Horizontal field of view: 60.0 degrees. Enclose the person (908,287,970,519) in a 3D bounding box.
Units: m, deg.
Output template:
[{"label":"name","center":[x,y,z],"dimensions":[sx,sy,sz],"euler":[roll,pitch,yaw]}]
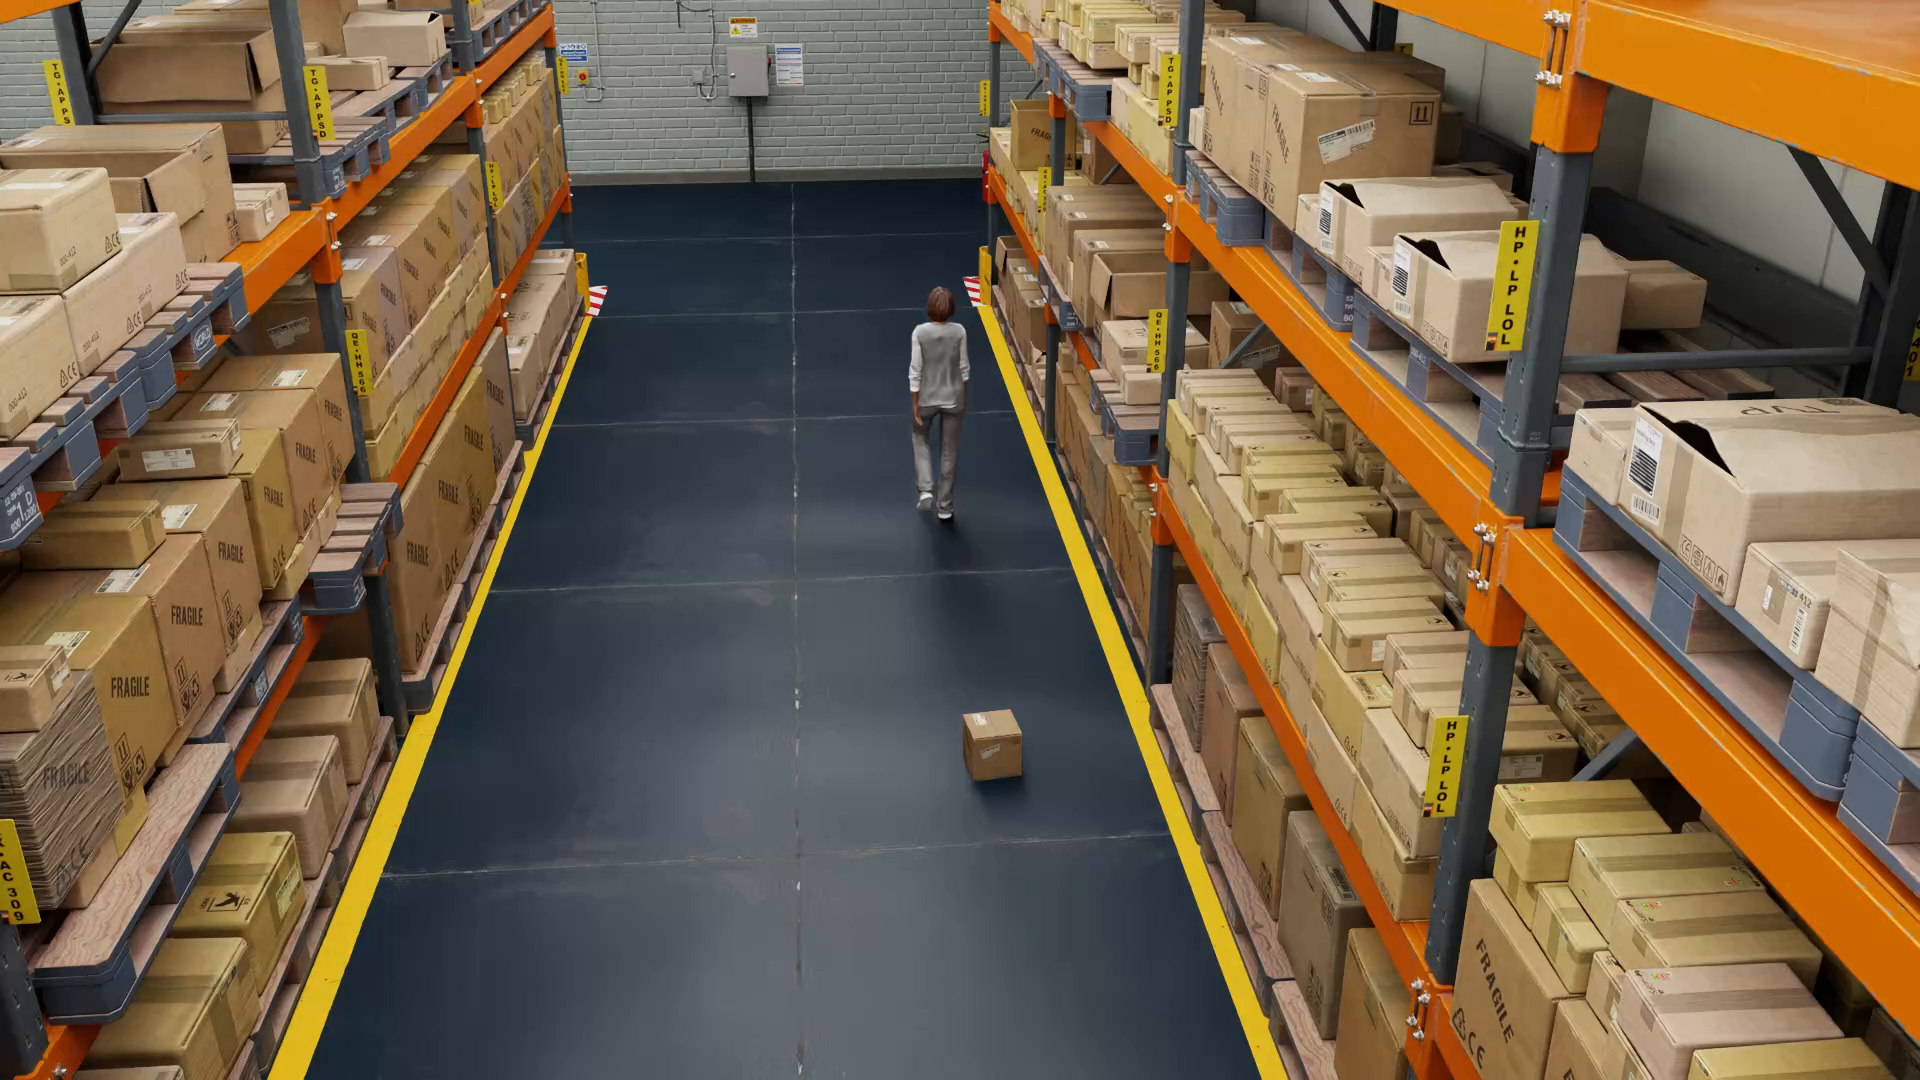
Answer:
[{"label":"person","center":[-0.140,-0.913,11.144],"dimensions":[0.412,1.629,0.446],"euler":[-1,24,-3]}]
